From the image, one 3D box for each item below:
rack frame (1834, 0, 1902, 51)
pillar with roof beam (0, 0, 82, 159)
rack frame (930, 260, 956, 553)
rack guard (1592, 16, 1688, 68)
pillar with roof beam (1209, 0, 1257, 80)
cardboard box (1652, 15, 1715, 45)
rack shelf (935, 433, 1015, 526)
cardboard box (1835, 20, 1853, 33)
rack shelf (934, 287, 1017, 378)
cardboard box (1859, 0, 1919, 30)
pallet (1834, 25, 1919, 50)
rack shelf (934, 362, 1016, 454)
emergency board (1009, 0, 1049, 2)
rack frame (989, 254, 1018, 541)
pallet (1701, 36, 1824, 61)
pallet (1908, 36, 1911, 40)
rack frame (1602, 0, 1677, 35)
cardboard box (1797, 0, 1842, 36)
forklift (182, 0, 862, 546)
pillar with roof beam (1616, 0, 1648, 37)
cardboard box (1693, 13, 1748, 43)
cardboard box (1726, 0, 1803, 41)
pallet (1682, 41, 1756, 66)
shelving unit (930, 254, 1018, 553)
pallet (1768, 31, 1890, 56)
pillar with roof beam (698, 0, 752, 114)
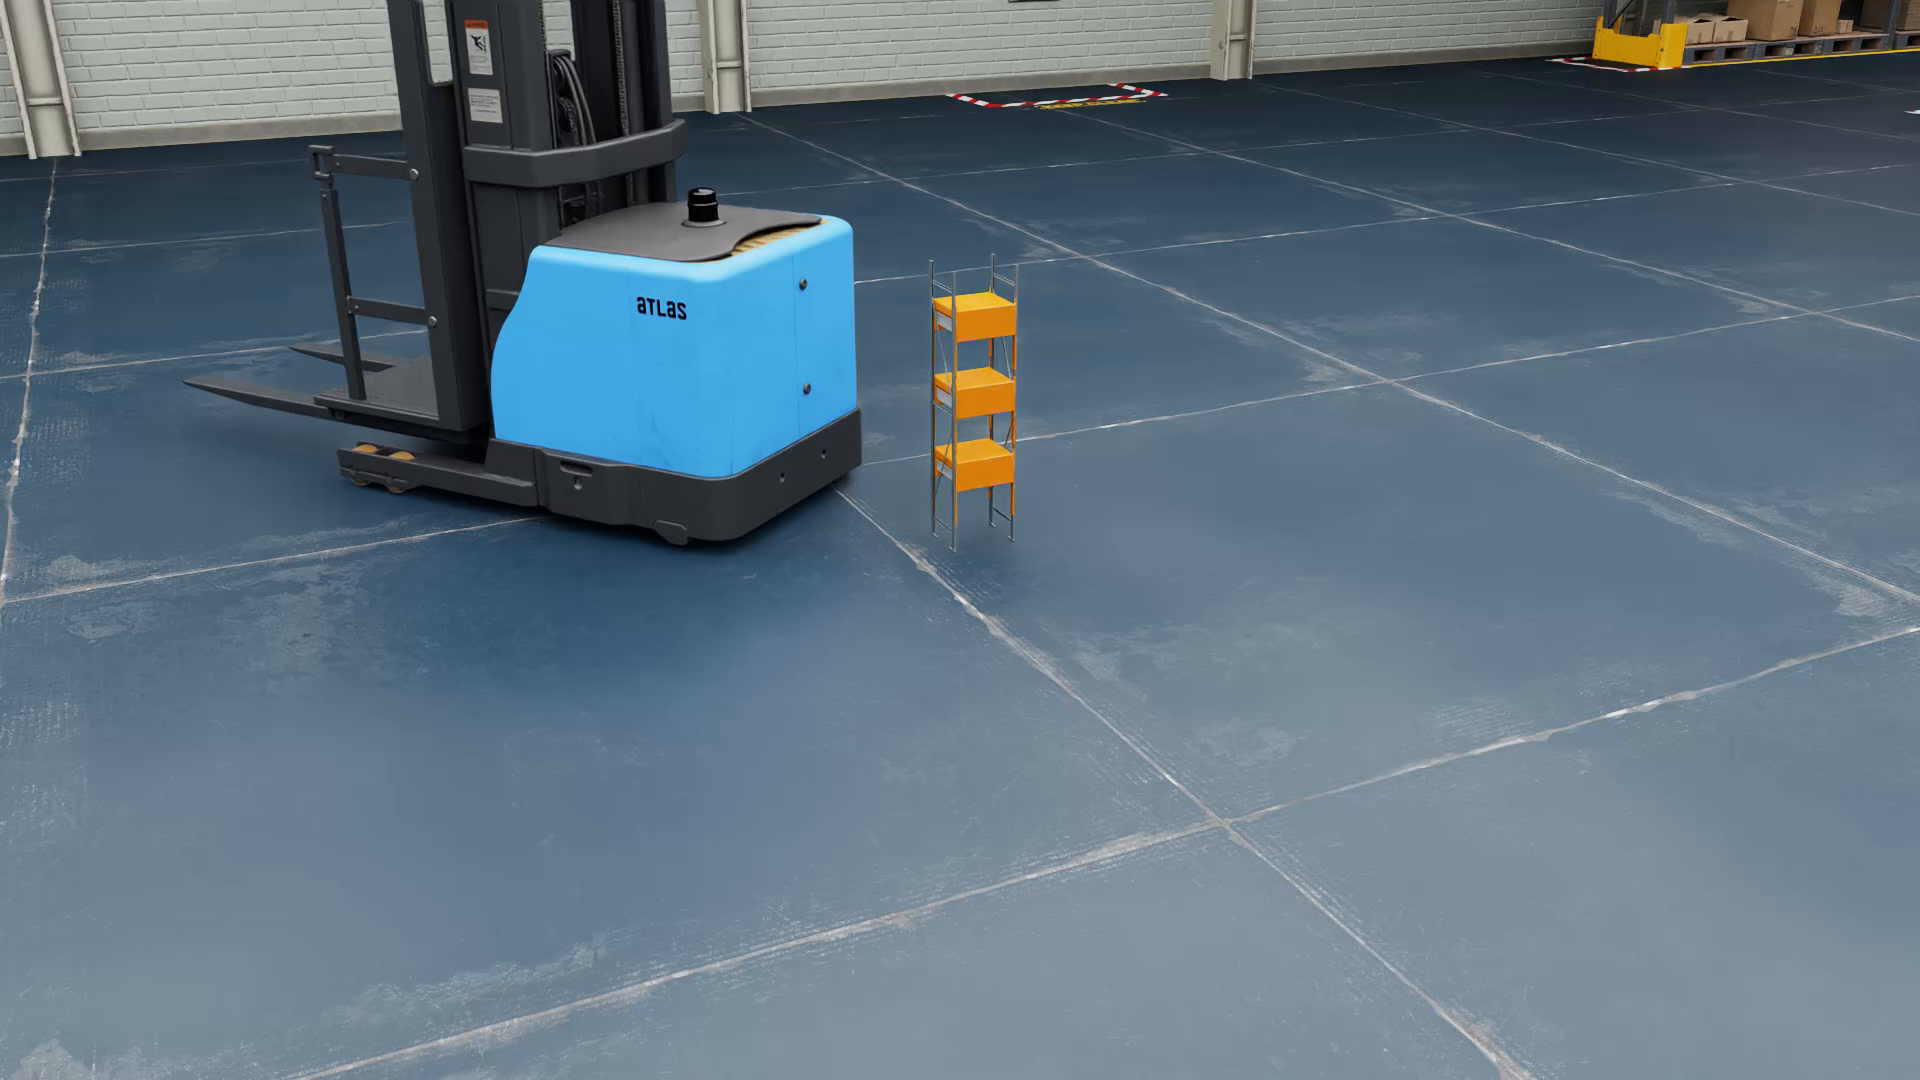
[{"bbox_3d":[11.845,-7.913,21.445,0.127,3.000,1.000,-10,25,-24],"label":"rack frame"},{"bbox_3d":[-5.855,-5.966,8.898,0.400,9.000,9.100,-10,25,-24],"label":"pillar with roof beam"},{"bbox_3d":[-0.062,-0.474,6.022,0.008,1.050,0.200,-10,25,-24],"label":"rack frame"},{"bbox_3d":[8.310,-6.107,20.351,0.348,0.500,1.175,-10,25,-24],"label":"rack guard"},{"bbox_3d":[4.958,-7.957,13.707,0.400,9.000,9.100,-10,25,-24],"label":"pillar with roof beam"},{"bbox_3d":[8.904,-6.294,20.475,0.500,0.311,0.500,-14,26,-30],"label":"cardboard box"},{"bbox_3d":[0.048,-0.227,6.181,0.240,0.259,0.215,-10,25,-24],"label":"rack shelf"},{"bbox_3d":[11.376,-6.708,21.663,0.250,0.166,0.380,-14,26,-30],"label":"cardboard box"},{"bbox_3d":[0.048,-0.746,5.966,0.240,0.259,0.215,-10,25,-24],"label":"rack shelf"},{"bbox_3d":[12.501,-7.089,22.148,0.500,0.500,0.700,-10,24,-22],"label":"cardboard box"},{"bbox_3d":[12.546,-6.754,22.292,1.213,0.211,1.003,-10,25,-24],"label":"pallet"},{"bbox_3d":[0.048,-0.484,6.075,0.240,0.259,0.215,-10,25,-24],"label":"rack shelf"},{"bbox_3d":[0.831,-6.277,17.492,0.626,1.169,0.157,-10,25,-24],"label":"emergency board"},{"bbox_3d":[0.158,-0.514,6.120,0.008,1.050,0.200,-10,25,-24],"label":"rack frame"},{"bbox_3d":[10.155,-6.297,21.187,1.213,0.211,1.003,-10,25,-24],"label":"pallet"},{"bbox_3d":[13.647,-6.958,22.784,1.213,0.211,1.003,-10,25,-24],"label":"pallet"},{"bbox_3d":[8.241,-7.250,19.842,0.127,3.000,1.000,-10,25,-24],"label":"rack frame"},{"bbox_3d":[10.928,-6.776,21.390,0.500,0.500,0.500,-12,26,-28],"label":"cardboard box"},{"bbox_3d":[-1.955,-1.709,6.547,3.031,2.935,1.130,11,25,25],"label":"forklift"},{"bbox_3d":[10.364,-8.952,16.111,0.400,9.000,9.100,-10,25,-24],"label":"pillar with roof beam"},{"bbox_3d":[9.417,-6.389,20.703,0.500,0.311,0.500,-8,24,-19],"label":"cardboard box"},{"bbox_3d":[10.100,-6.581,20.919,0.500,0.500,0.700,-12,25,-27],"label":"cardboard box"},{"bbox_3d":[9.057,-6.096,20.702,1.213,0.211,1.003,-10,25,-24],"label":"pallet"},{"bbox_3d":[0.048,-0.494,6.071,0.252,1.050,0.215,-10,25,-24],"label":"shelving unit"},{"bbox_3d":[11.256,-6.501,21.680,1.213,0.211,1.003,-10,25,-24],"label":"pallet"},{"bbox_3d":[-0.449,-6.962,11.303,0.400,9.000,9.100,-10,25,-24],"label":"pillar with roof beam"}]
